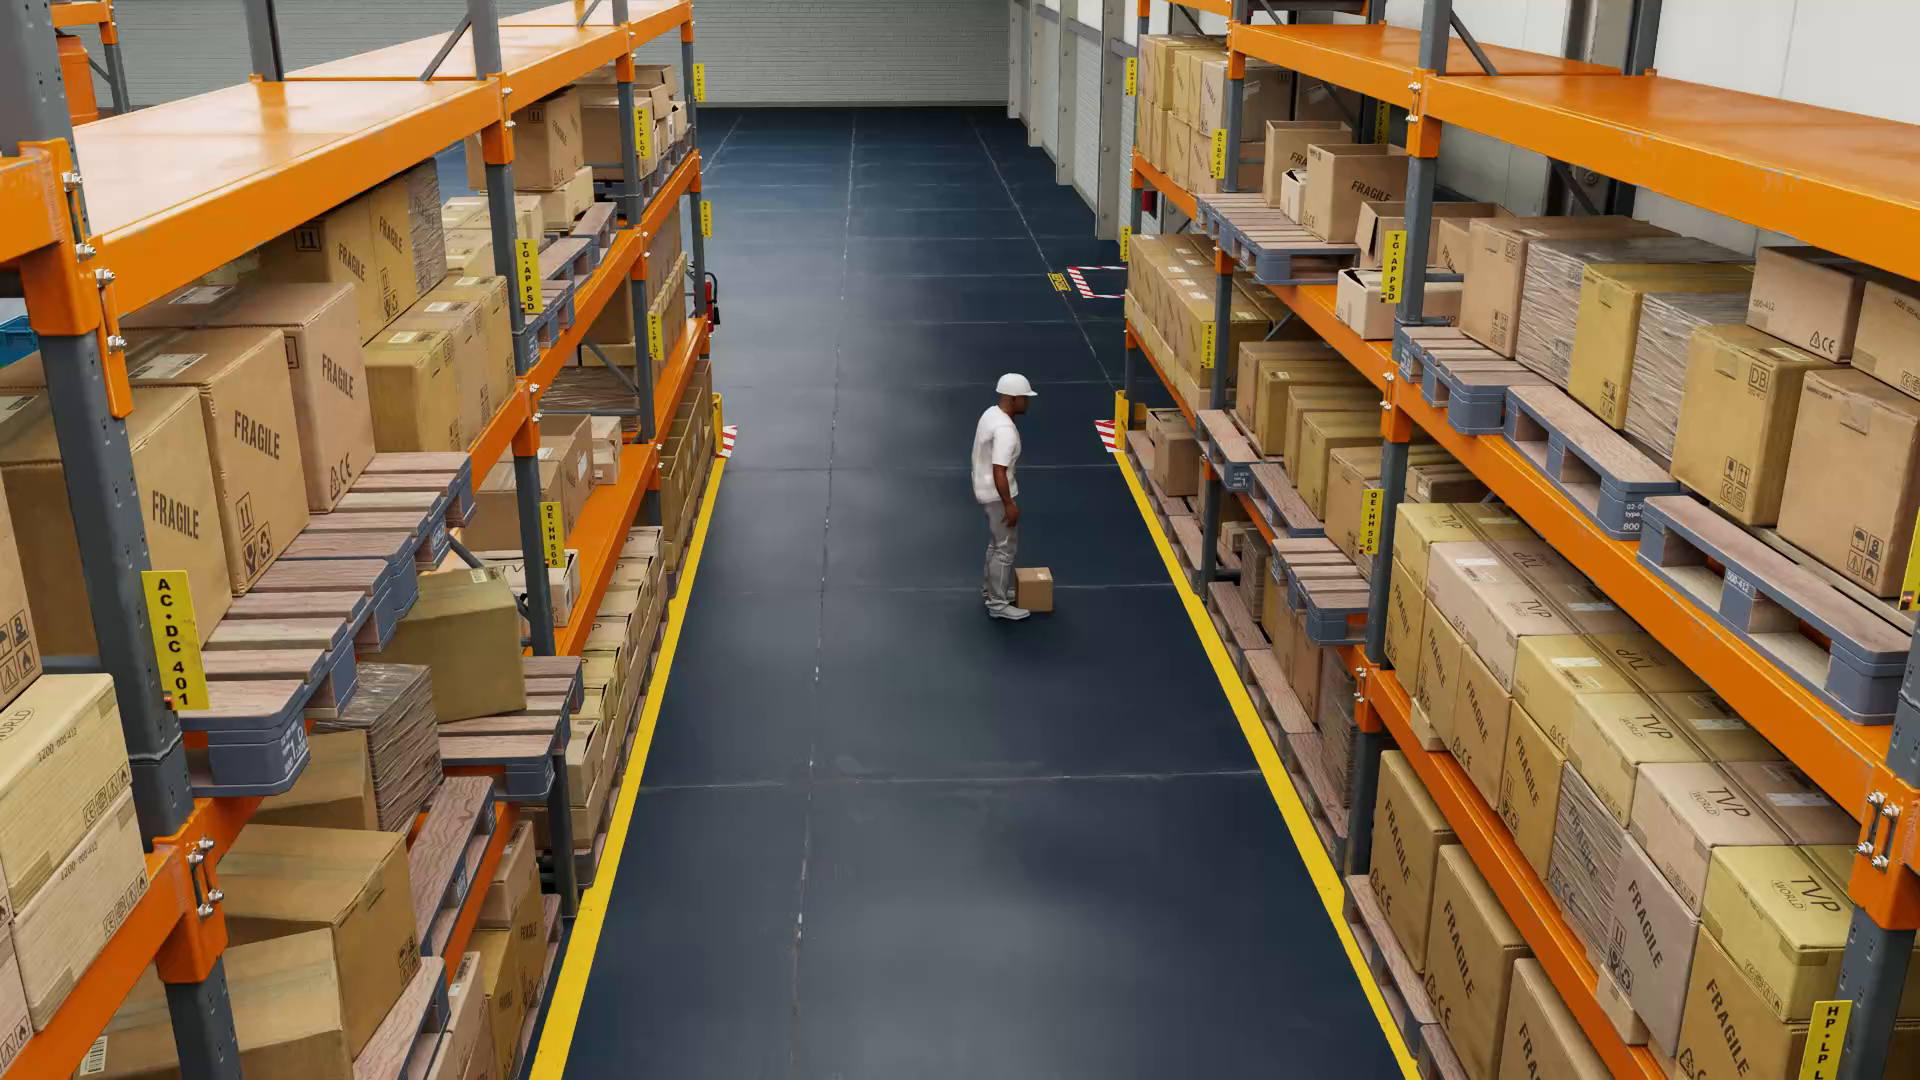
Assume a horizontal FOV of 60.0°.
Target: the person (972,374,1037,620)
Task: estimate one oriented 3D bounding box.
[{"bbox_3d":[0.317,-0.332,11.947,0.458,1.761,0.626,-1,20,-3],"label":"person"}]
